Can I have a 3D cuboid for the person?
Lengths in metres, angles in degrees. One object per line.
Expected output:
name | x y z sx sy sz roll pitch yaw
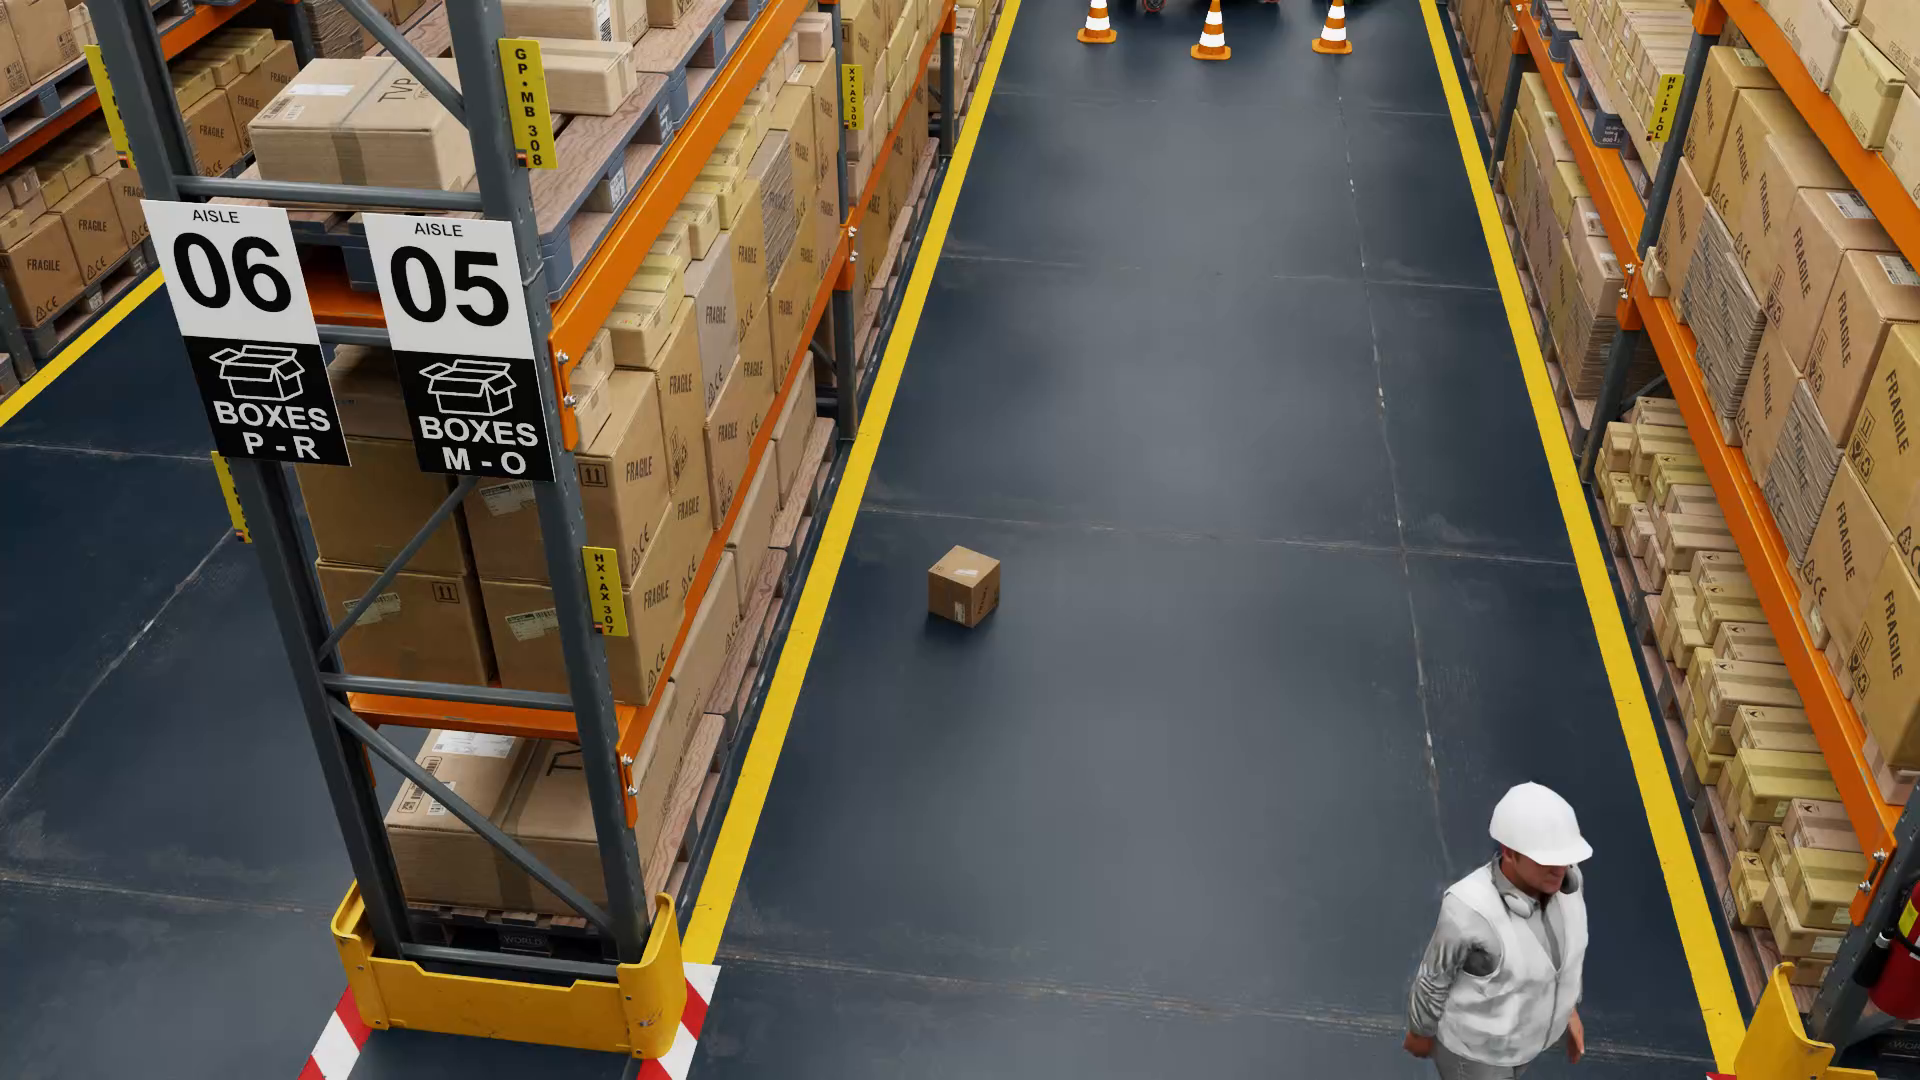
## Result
person | 1.628 1.472 4.984 0.538 1.810 0.504 -22 41 -27
